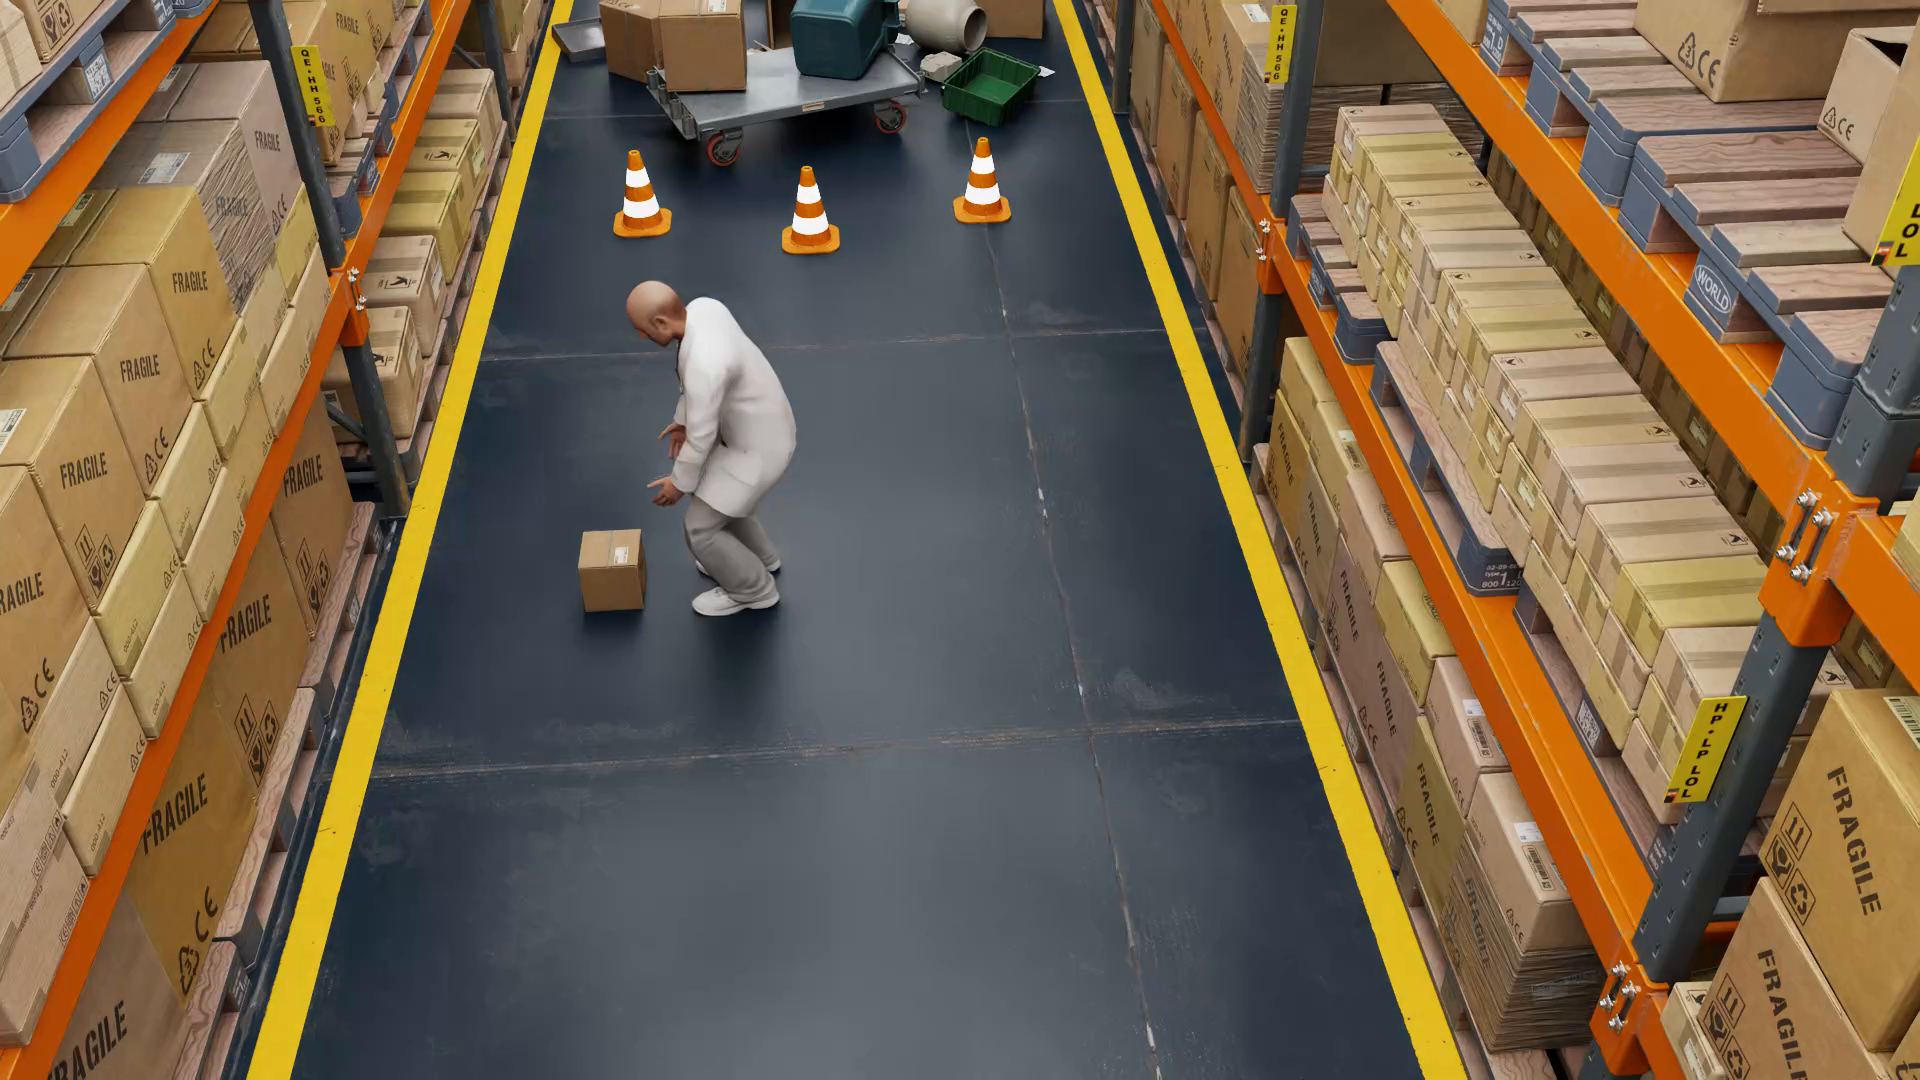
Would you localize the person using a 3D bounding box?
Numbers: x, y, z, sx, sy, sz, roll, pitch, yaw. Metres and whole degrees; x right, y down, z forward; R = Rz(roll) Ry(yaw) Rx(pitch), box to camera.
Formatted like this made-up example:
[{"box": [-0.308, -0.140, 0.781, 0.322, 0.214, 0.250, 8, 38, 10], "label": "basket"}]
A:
[{"box": [-0.975, -0.378, 6.822, 0.612, 1.557, 0.624, -3, 39, -4], "label": "person"}]
